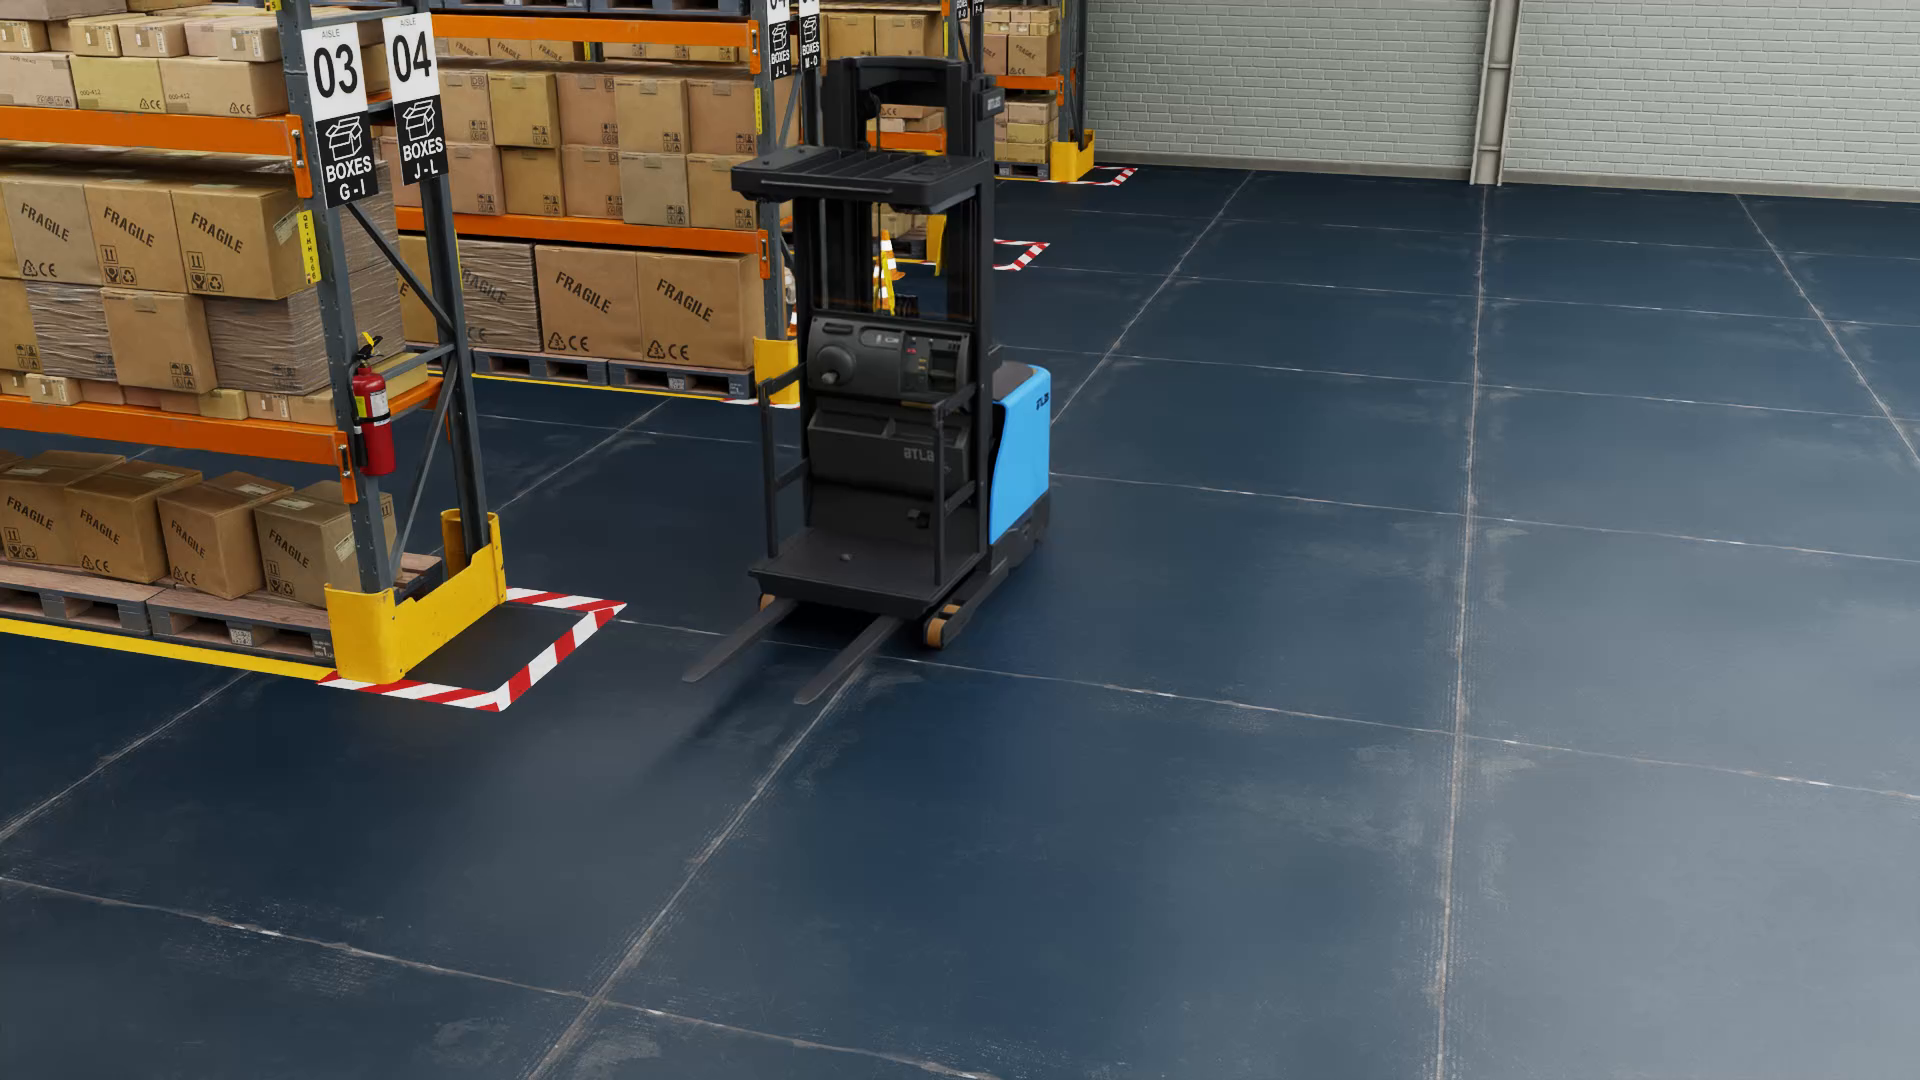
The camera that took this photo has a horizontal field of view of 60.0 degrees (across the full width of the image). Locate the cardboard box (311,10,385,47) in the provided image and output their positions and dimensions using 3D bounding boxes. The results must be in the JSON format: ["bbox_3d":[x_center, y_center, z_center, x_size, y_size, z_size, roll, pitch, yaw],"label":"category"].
[{"bbox_3d":[-3.017,-2.484,8.093,0.250,0.149,0.380,6,23,15],"label":"cardboard box"}]

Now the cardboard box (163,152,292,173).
[{"bbox_3d":[-3.744,-1.730,8.694,0.500,0.500,0.500,7,23,16],"label":"cardboard box"}]

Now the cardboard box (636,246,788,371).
[{"bbox_3d":[-1.959,-1.920,13.244,0.875,0.875,0.875,7,23,16],"label":"cardboard box"}]

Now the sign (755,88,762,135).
[{"bbox_3d":[-1.461,-3.108,12.056,0.005,0.325,0.100,7,23,16],"label":"sign"}]

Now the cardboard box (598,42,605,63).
[{"bbox_3d":[-4.153,-5.440,18.502,0.500,0.500,0.500,7,23,17],"label":"cardboard box"}]

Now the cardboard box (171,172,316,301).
[{"bbox_3d":[-3.418,-1.484,8.094,0.500,0.500,0.500,7,23,16],"label":"cardboard box"}]

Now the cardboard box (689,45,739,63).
[{"bbox_3d":[-2.473,-5.297,17.389,0.500,0.500,0.700,6,23,14],"label":"cardboard box"}]

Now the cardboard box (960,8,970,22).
[{"bbox_3d":[0.067,-6.795,21.505,0.250,0.149,0.380,7,23,17],"label":"cardboard box"}]

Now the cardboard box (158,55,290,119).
[{"bbox_3d":[-3.355,-2.146,7.794,0.500,0.250,0.500,7,23,17],"label":"cardboard box"}]

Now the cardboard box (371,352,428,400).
[{"bbox_3d":[-3.024,-0.869,8.766,0.250,0.149,0.380,7,23,16],"label":"cardboard box"}]

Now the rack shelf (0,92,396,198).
[{"bbox_3d":[-4.735,-2.141,8.533,4.000,0.370,1.077,7,23,16],"label":"rack shelf"}]

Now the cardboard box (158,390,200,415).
[{"bbox_3d":[-3.881,-0.776,8.541,0.250,0.149,0.380,7,23,16],"label":"cardboard box"}]

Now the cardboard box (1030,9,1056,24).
[{"bbox_3d":[1.069,-6.718,21.317,0.250,0.149,0.380,7,23,16],"label":"cardboard box"}]

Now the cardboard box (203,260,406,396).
[{"bbox_3d":[-3.339,-1.121,8.527,0.500,0.500,0.875,7,23,16],"label":"cardboard box"}]

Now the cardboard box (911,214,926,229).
[{"bbox_3d":[-0.650,-3.579,18.112,0.500,0.250,0.500,6,23,15],"label":"cardboard box"}]

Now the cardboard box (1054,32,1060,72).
[{"bbox_3d":[1.079,-6.473,21.966,0.500,0.500,0.500,7,23,17],"label":"cardboard box"}]

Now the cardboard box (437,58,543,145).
[{"bbox_3d":[-3.739,-3.485,13.194,0.550,0.550,0.875,7,23,16],"label":"cardboard box"}]

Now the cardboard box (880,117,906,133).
[{"bbox_3d":[-0.652,-4.302,17.137,0.250,0.149,0.380,6,23,15],"label":"cardboard box"}]

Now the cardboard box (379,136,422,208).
[{"bbox_3d":[-4.230,-3.078,13.623,0.550,0.550,0.875,7,23,16],"label":"cardboard box"}]

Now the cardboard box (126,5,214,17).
[{"bbox_3d":[-3.986,-2.614,8.411,0.250,0.149,0.380,6,23,15],"label":"cardboard box"}]

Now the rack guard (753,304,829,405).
[{"bbox_3d":[-1.267,-1.499,13.266,0.348,0.500,1.175,7,23,16],"label":"rack guard"}]

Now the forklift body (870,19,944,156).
[{"bbox_3d":[-0.870,-5.424,20.659,1.214,2.155,2.313,7,23,16],"label":"forklift body"}]

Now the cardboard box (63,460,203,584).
[{"bbox_3d":[-4.589,-0.108,9.321,0.500,0.500,0.500,9,24,20],"label":"cardboard box"}]

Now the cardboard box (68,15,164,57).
[{"bbox_3d":[-3.932,-2.367,7.808,0.250,0.149,0.380,7,23,16],"label":"cardboard box"}]

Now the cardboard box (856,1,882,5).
[{"bbox_3d":[-1.221,-7.197,22.485,0.250,0.149,0.380,6,23,14],"label":"cardboard box"}]

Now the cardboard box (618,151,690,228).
[{"bbox_3d":[-2.192,-2.804,12.956,0.550,0.550,0.875,7,23,16],"label":"cardboard box"}]

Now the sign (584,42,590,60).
[{"bbox_3d":[-3.944,-5.240,17.566,0.005,0.325,0.100,7,23,16],"label":"sign"}]

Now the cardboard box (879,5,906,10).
[{"bbox_3d":[-0.881,-6.939,21.855,0.250,0.149,0.380,6,23,15],"label":"cardboard box"}]

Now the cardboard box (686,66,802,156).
[{"bbox_3d":[-1.635,-3.282,12.698,0.550,0.550,0.875,7,23,16],"label":"cardboard box"}]

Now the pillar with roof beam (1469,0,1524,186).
[{"bbox_3d":[5.567,-7.229,16.036,0.400,9.000,9.100,7,23,16],"label":"pillar with roof beam"}]

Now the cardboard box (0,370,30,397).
[{"bbox_3d":[-4.838,-0.886,8.808,0.250,0.149,0.380,7,23,16],"label":"cardboard box"}]

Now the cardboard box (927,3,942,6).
[{"bbox_3d":[-0.259,-7.050,22.126,0.250,0.149,0.380,7,23,16],"label":"cardboard box"}]

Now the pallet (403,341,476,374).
[{"bbox_3d":[-4.415,-1.695,14.123,1.213,0.211,1.003,7,23,15],"label":"pallet"}]

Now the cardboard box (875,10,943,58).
[{"bbox_3d":[-0.509,-5.091,16.887,0.500,0.500,0.700,6,23,14],"label":"cardboard box"}]

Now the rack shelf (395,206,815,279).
[{"bbox_3d":[-3.205,-2.545,13.469,4.000,0.370,1.077,7,23,16],"label":"rack shelf"}]

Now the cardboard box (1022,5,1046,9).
[{"bbox_3d":[0.977,-6.922,21.814,0.250,0.149,0.380,7,23,17],"label":"cardboard box"}]

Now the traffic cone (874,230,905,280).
[{"bbox_3d":[-0.742,-2.872,16.663,0.334,0.463,0.336,7,23,16],"label":"traffic cone"}]

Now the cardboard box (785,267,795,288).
[{"bbox_3d":[-1.795,-2.558,16.311,0.380,0.149,0.250,-20,29,-39],"label":"cardboard box"}]

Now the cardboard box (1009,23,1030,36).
[{"bbox_3d":[0.807,-6.571,21.351,0.250,0.149,0.380,7,23,16],"label":"cardboard box"}]

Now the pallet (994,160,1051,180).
[{"bbox_3d":[0.729,-5.050,22.303,1.213,0.211,1.003,7,23,16],"label":"pallet"}]

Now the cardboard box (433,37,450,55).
[{"bbox_3d":[-5.765,-5.421,18.457,0.500,0.500,0.500,6,23,13],"label":"cardboard box"}]

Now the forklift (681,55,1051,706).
[{"bbox_3d":[-0.467,-0.955,8.735,1.130,2.935,3.031,9,24,20],"label":"forklift"}]

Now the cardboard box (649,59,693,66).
[{"bbox_3d":[-2.959,-4.894,17.725,0.500,0.500,0.500,6,23,15],"label":"cardboard box"}]

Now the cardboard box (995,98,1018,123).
[{"bbox_3d":[0.451,-5.647,21.837,0.500,0.250,0.500,7,23,16],"label":"cardboard box"}]

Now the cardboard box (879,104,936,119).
[{"bbox_3d":[-0.557,-4.611,17.035,0.500,0.500,0.500,6,23,15],"label":"cardboard box"}]

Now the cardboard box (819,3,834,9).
[{"bbox_3d":[-1.855,-7.062,22.155,0.250,0.149,0.380,7,23,16],"label":"cardboard box"}]

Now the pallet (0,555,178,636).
[{"bbox_3d":[-4.824,0.178,9.557,1.213,0.211,1.003,7,23,16],"label":"pallet"}]

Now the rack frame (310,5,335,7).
[{"bbox_3d":[-5.120,-3.097,13.867,0.127,3.000,1.000,7,23,16],"label":"rack frame"}]

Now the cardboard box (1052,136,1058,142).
[{"bbox_3d":[1.059,-5.319,22.353,0.500,0.250,0.500,7,23,16],"label":"cardboard box"}]

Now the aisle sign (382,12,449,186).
[{"bbox_3d":[-2.674,-2.172,8.187,0.004,0.787,0.394,7,23,16],"label":"aisle sign"}]

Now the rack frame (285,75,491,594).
[{"bbox_3d":[-2.820,-0.867,8.431,0.127,3.000,1.000,7,23,16],"label":"rack frame"}]

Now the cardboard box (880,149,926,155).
[{"bbox_3d":[-0.673,-3.928,17.975,0.500,0.500,0.500,6,23,14],"label":"cardboard box"}]
